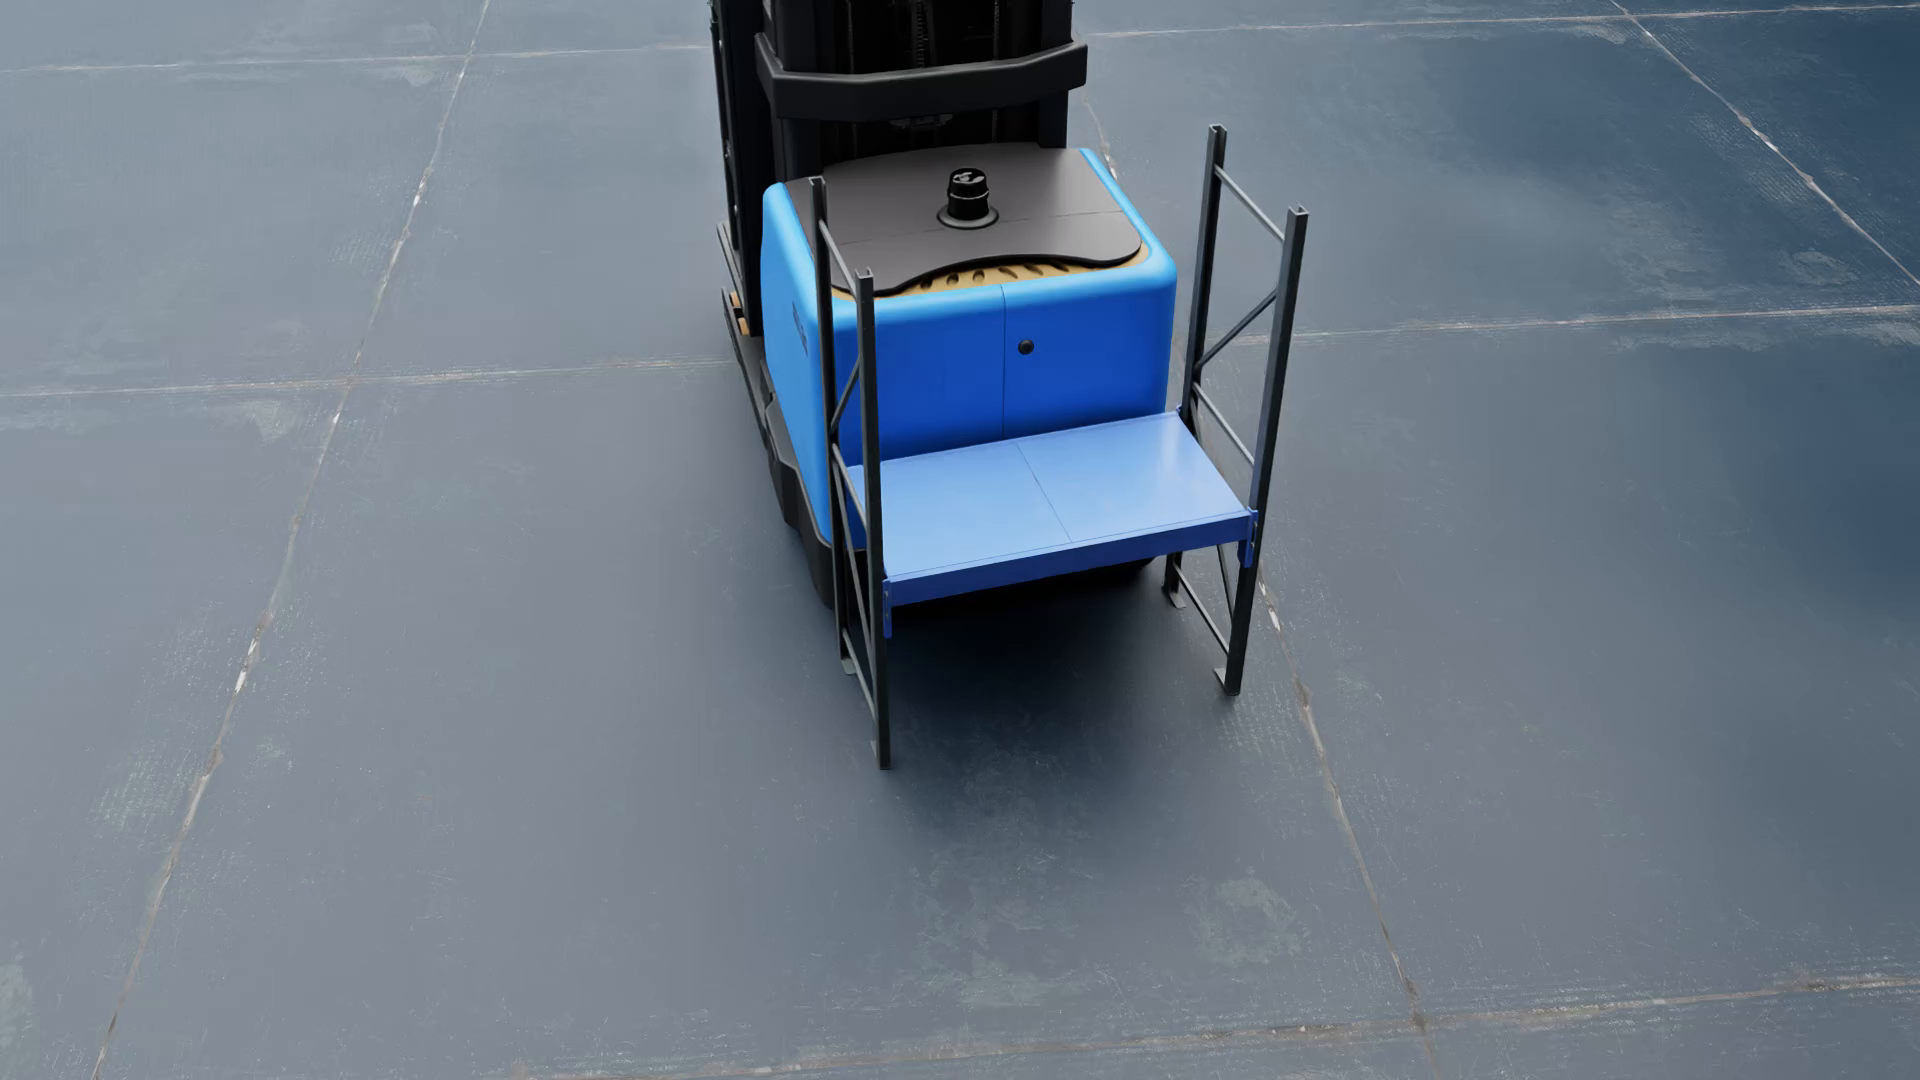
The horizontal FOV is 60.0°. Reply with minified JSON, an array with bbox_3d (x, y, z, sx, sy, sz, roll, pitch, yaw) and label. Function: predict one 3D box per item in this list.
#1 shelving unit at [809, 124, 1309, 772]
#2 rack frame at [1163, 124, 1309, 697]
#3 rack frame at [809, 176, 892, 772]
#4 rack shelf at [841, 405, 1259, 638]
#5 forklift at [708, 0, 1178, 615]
[{"bbox_3d":[0.217,-0.207,4.302,1.048,1.500,0.538,-10,39,-13],"label":"shelving unit"},{"bbox_3d":[0.705,-0.297,4.416,0.032,1.500,0.500,-10,39,-13],"label":"rack frame"},{"bbox_3d":[-0.270,-0.118,4.188,0.032,1.500,0.500,-10,39,-13],"label":"rack frame"},{"bbox_3d":[0.217,-0.066,4.413,1.000,0.185,0.538,-10,39,-13],"label":"rack shelf"},{"bbox_3d":[-0.259,-1.848,5.226,1.130,2.935,3.031,-9,39,-11],"label":"forklift"}]
